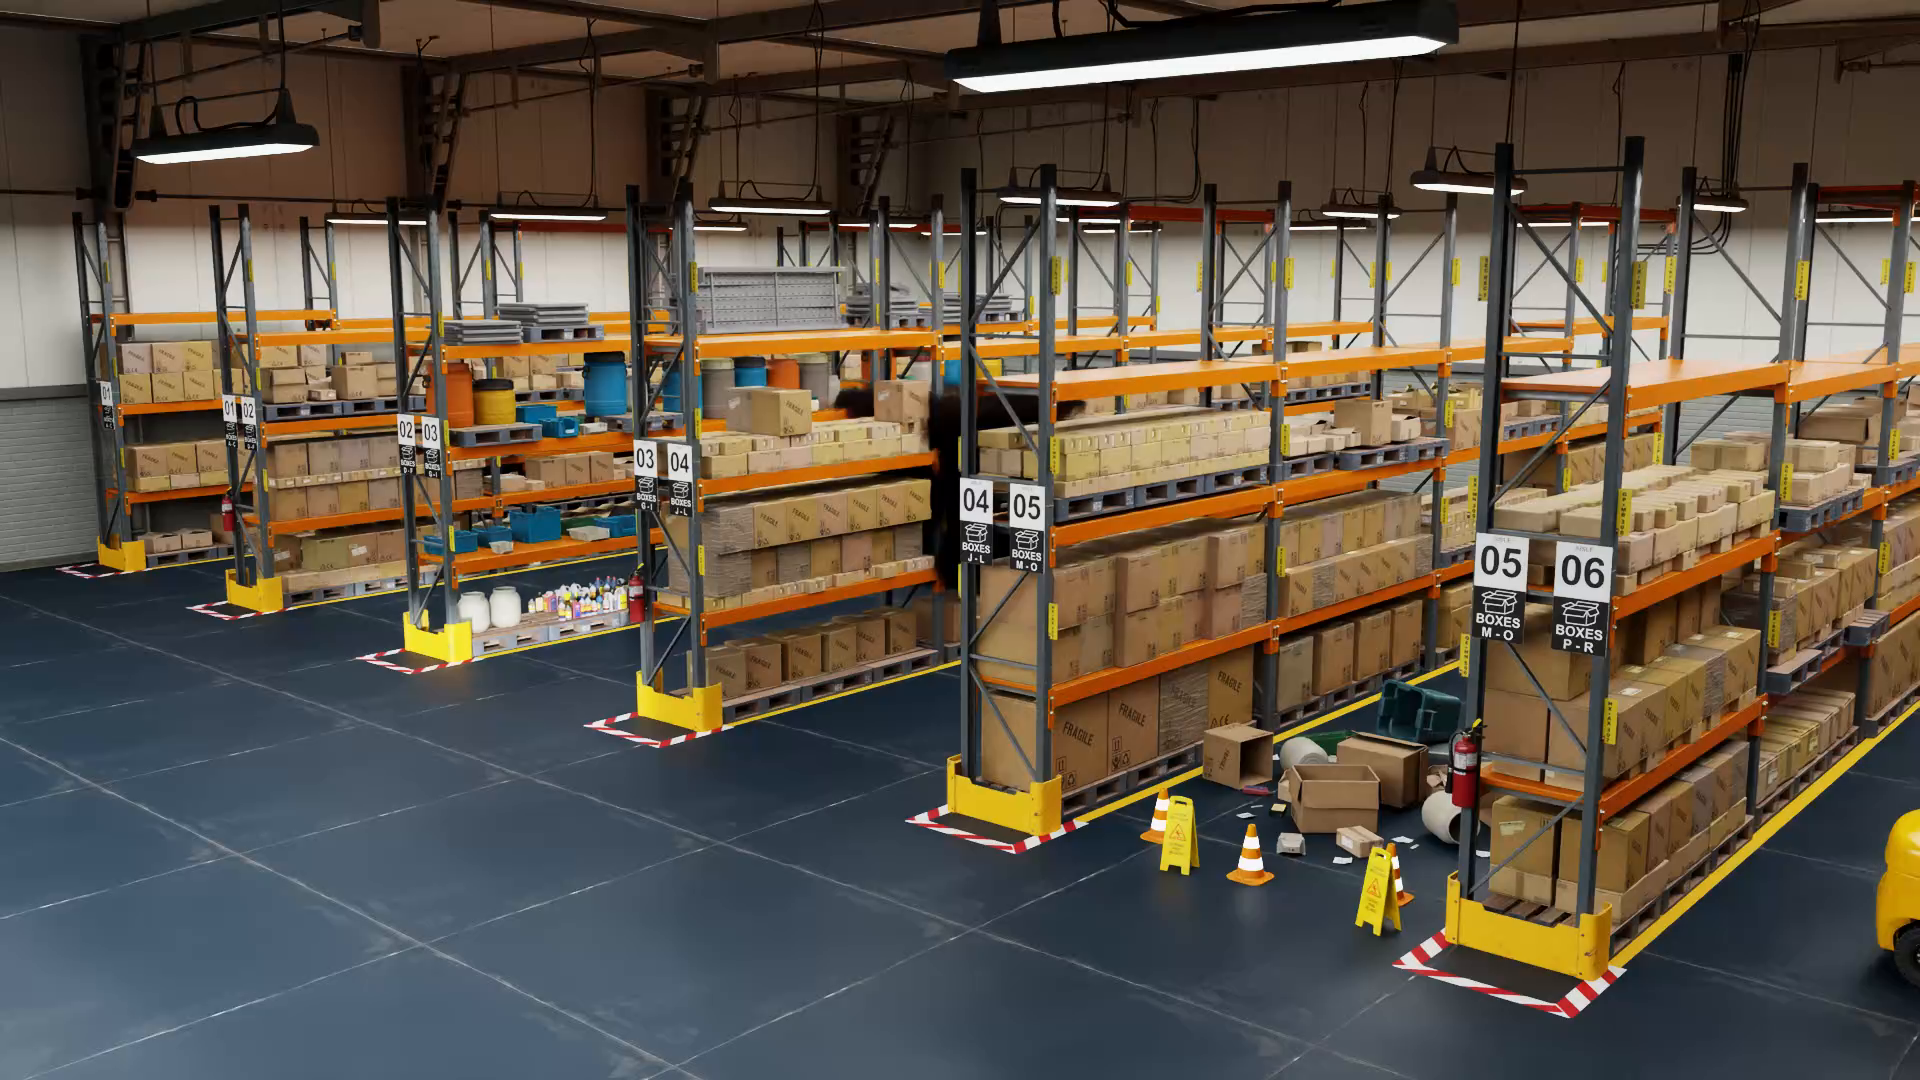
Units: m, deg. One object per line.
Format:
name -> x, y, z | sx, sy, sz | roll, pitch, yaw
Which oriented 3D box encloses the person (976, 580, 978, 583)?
person -> 0.164, -0.091, 26.866 | 0.489, 1.681, 0.497 | -7, 12, -37
